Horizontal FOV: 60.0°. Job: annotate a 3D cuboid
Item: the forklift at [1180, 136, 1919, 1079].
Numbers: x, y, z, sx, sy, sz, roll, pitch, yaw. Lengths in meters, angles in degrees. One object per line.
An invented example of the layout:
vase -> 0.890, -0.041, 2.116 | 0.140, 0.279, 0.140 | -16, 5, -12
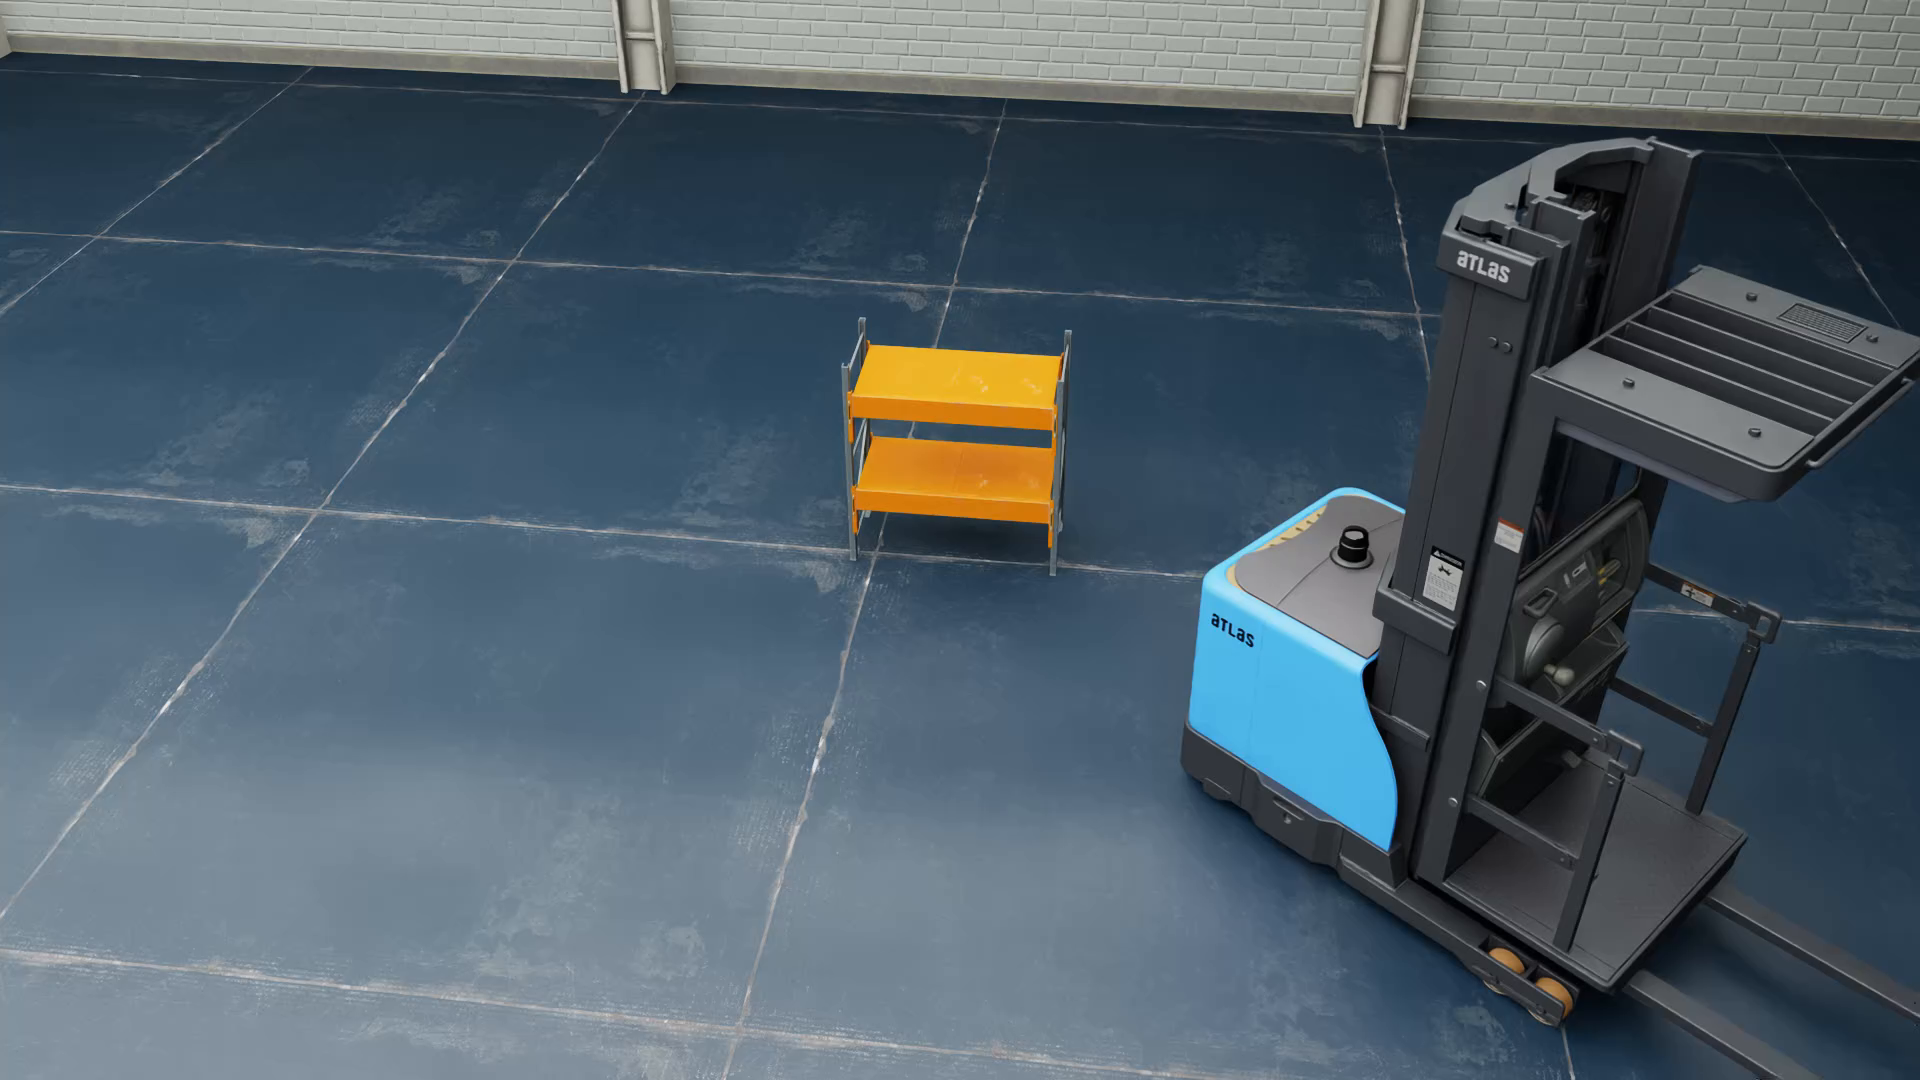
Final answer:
forklift -> 2.327, 0.245, 5.741 | 1.130, 2.935, 3.031 | -29, 45, -34

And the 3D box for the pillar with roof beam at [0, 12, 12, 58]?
pillar with roof beam -> -9.101, -5.423, 8.459 | 0.400, 9.000, 9.100 | 4, 36, 6

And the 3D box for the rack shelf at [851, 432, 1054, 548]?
rack shelf -> -0.007, -0.259, 8.423 | 1.000, 0.278, 0.538 | 4, 36, 6

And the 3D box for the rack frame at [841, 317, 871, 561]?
rack frame -> -0.511, -0.496, 8.334 | 0.032, 1.125, 0.500 | 4, 36, 6

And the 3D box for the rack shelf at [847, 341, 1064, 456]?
rack shelf -> -0.007, -0.697, 8.111 | 1.000, 0.278, 0.538 | 4, 36, 6

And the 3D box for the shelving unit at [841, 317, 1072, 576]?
shelving unit -> -0.007, -0.458, 8.281 | 1.048, 1.125, 0.538 | 4, 36, 6

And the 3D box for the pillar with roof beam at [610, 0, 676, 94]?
pillar with roof beam -> -3.150, -4.979, 7.837 | 0.400, 9.000, 9.100 | 4, 36, 6

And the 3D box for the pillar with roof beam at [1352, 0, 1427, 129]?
pillar with roof beam -> 2.802, -4.535, 7.215 | 0.400, 9.000, 9.100 | 4, 36, 6

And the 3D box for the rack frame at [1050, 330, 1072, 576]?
rack frame -> 0.498, -0.421, 8.228 | 0.032, 1.125, 0.500 | 4, 36, 6
